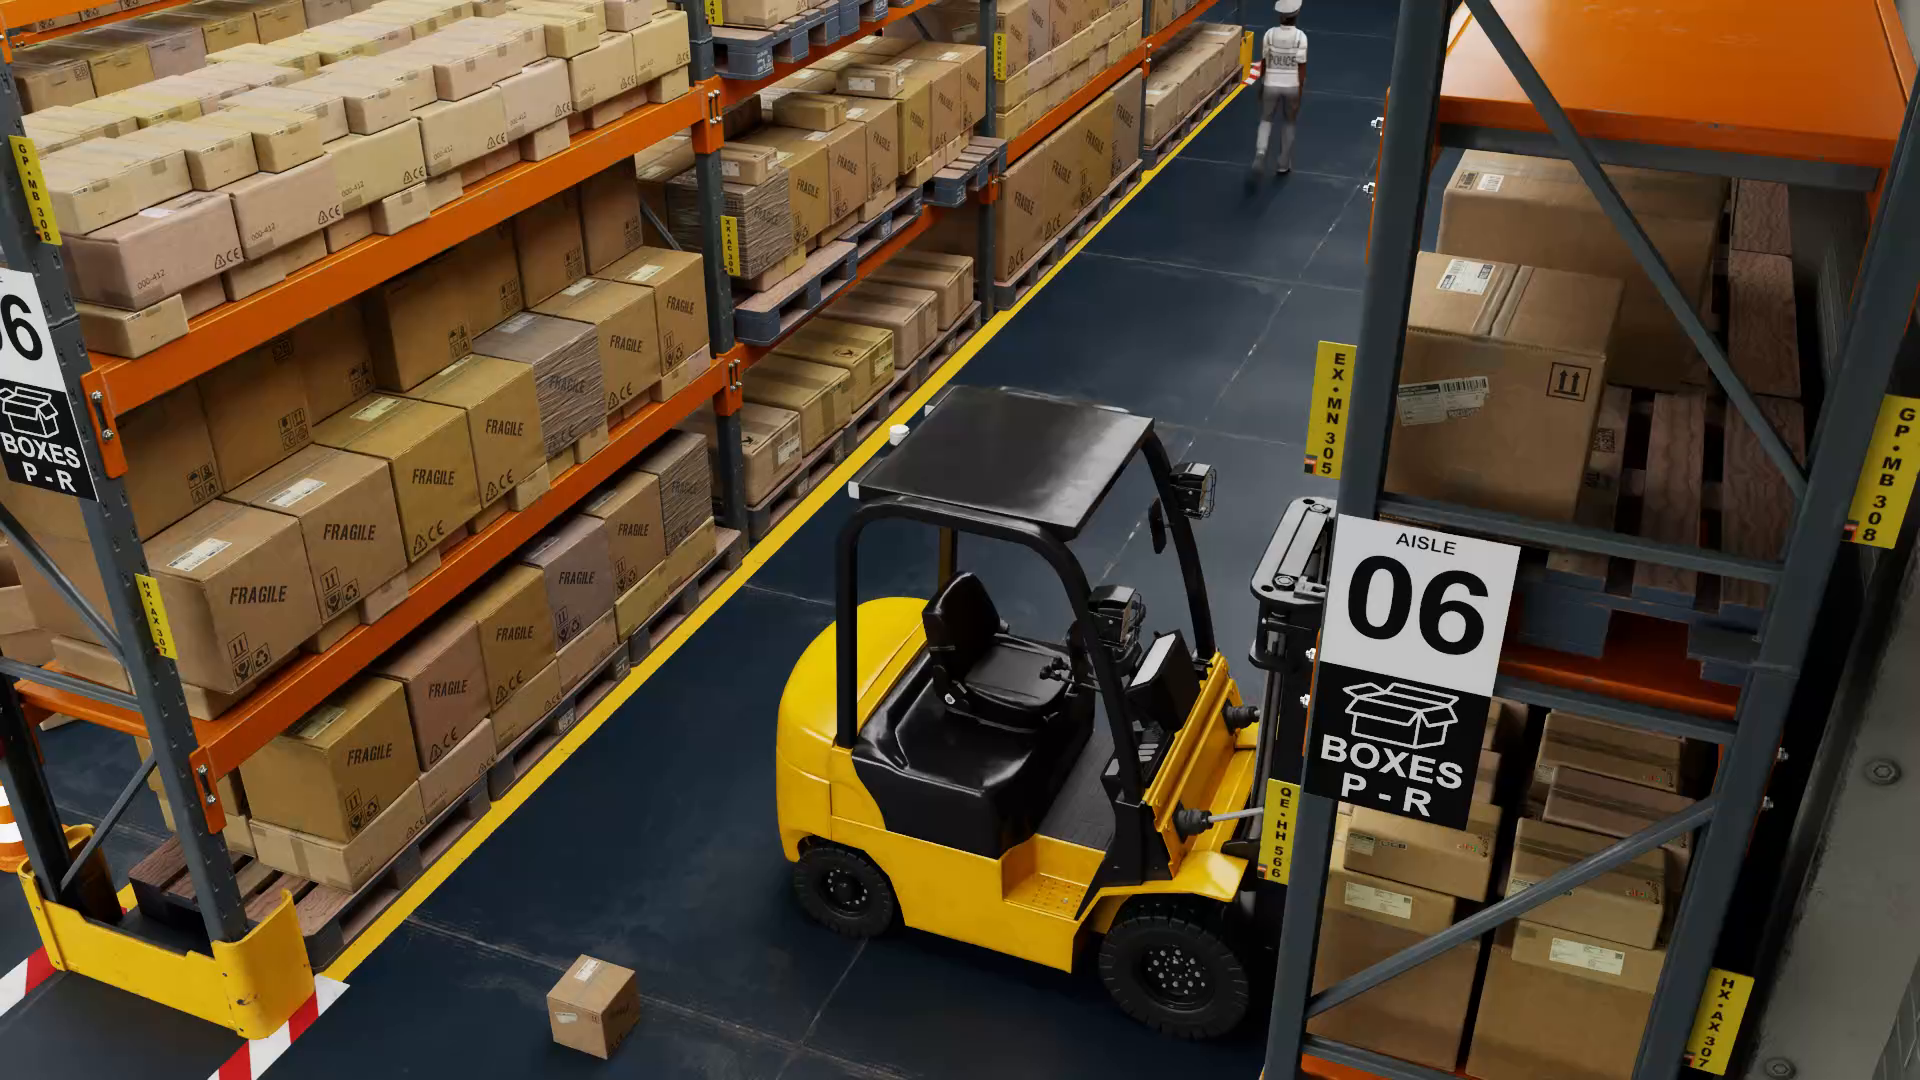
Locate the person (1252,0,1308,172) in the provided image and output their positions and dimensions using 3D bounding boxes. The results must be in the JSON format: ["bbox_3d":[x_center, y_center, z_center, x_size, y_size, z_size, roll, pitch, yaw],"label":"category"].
[{"bbox_3d":[3.056,-4.307,15.850,0.447,1.673,0.664,10,31,17],"label":"person"}]
